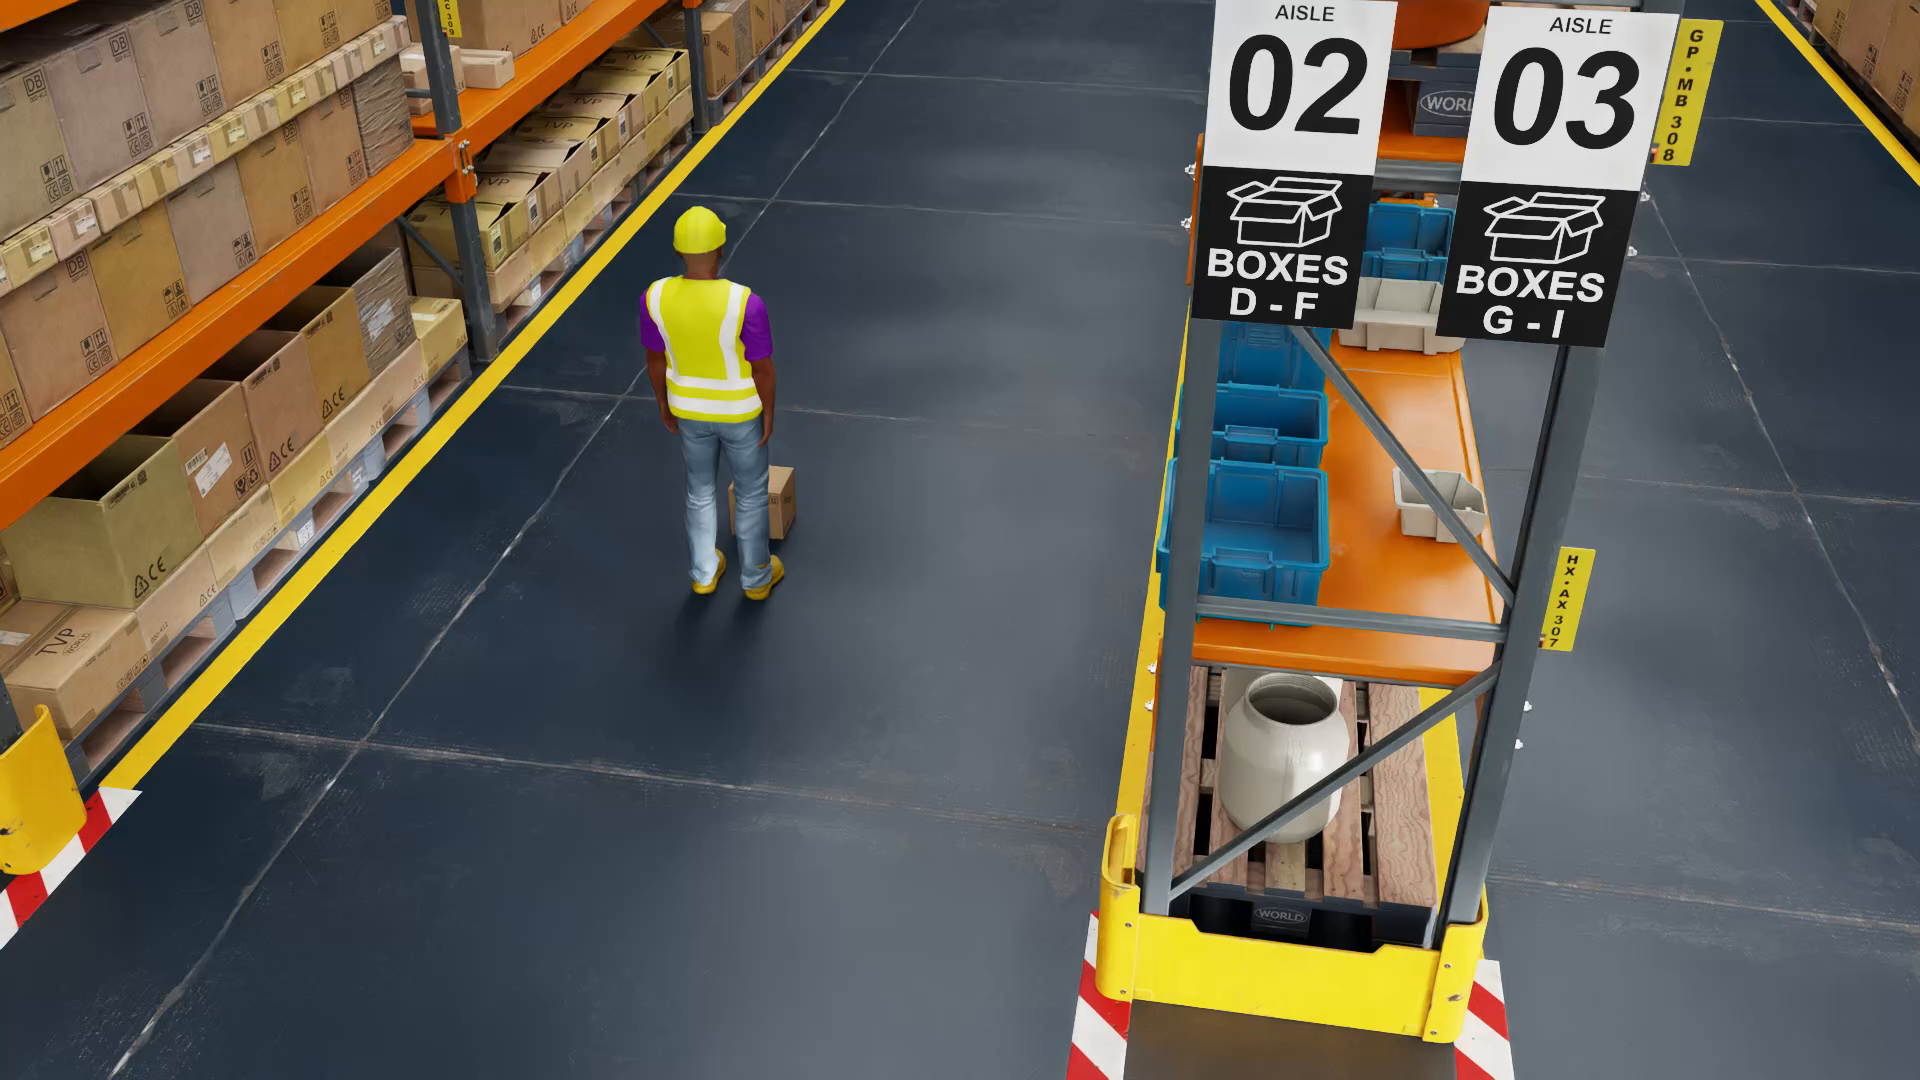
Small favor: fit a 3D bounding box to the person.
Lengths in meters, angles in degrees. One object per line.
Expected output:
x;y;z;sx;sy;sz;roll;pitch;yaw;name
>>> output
-1.027;-0.559;7.006;0.562;1.761;0.358;6;33;10;person
